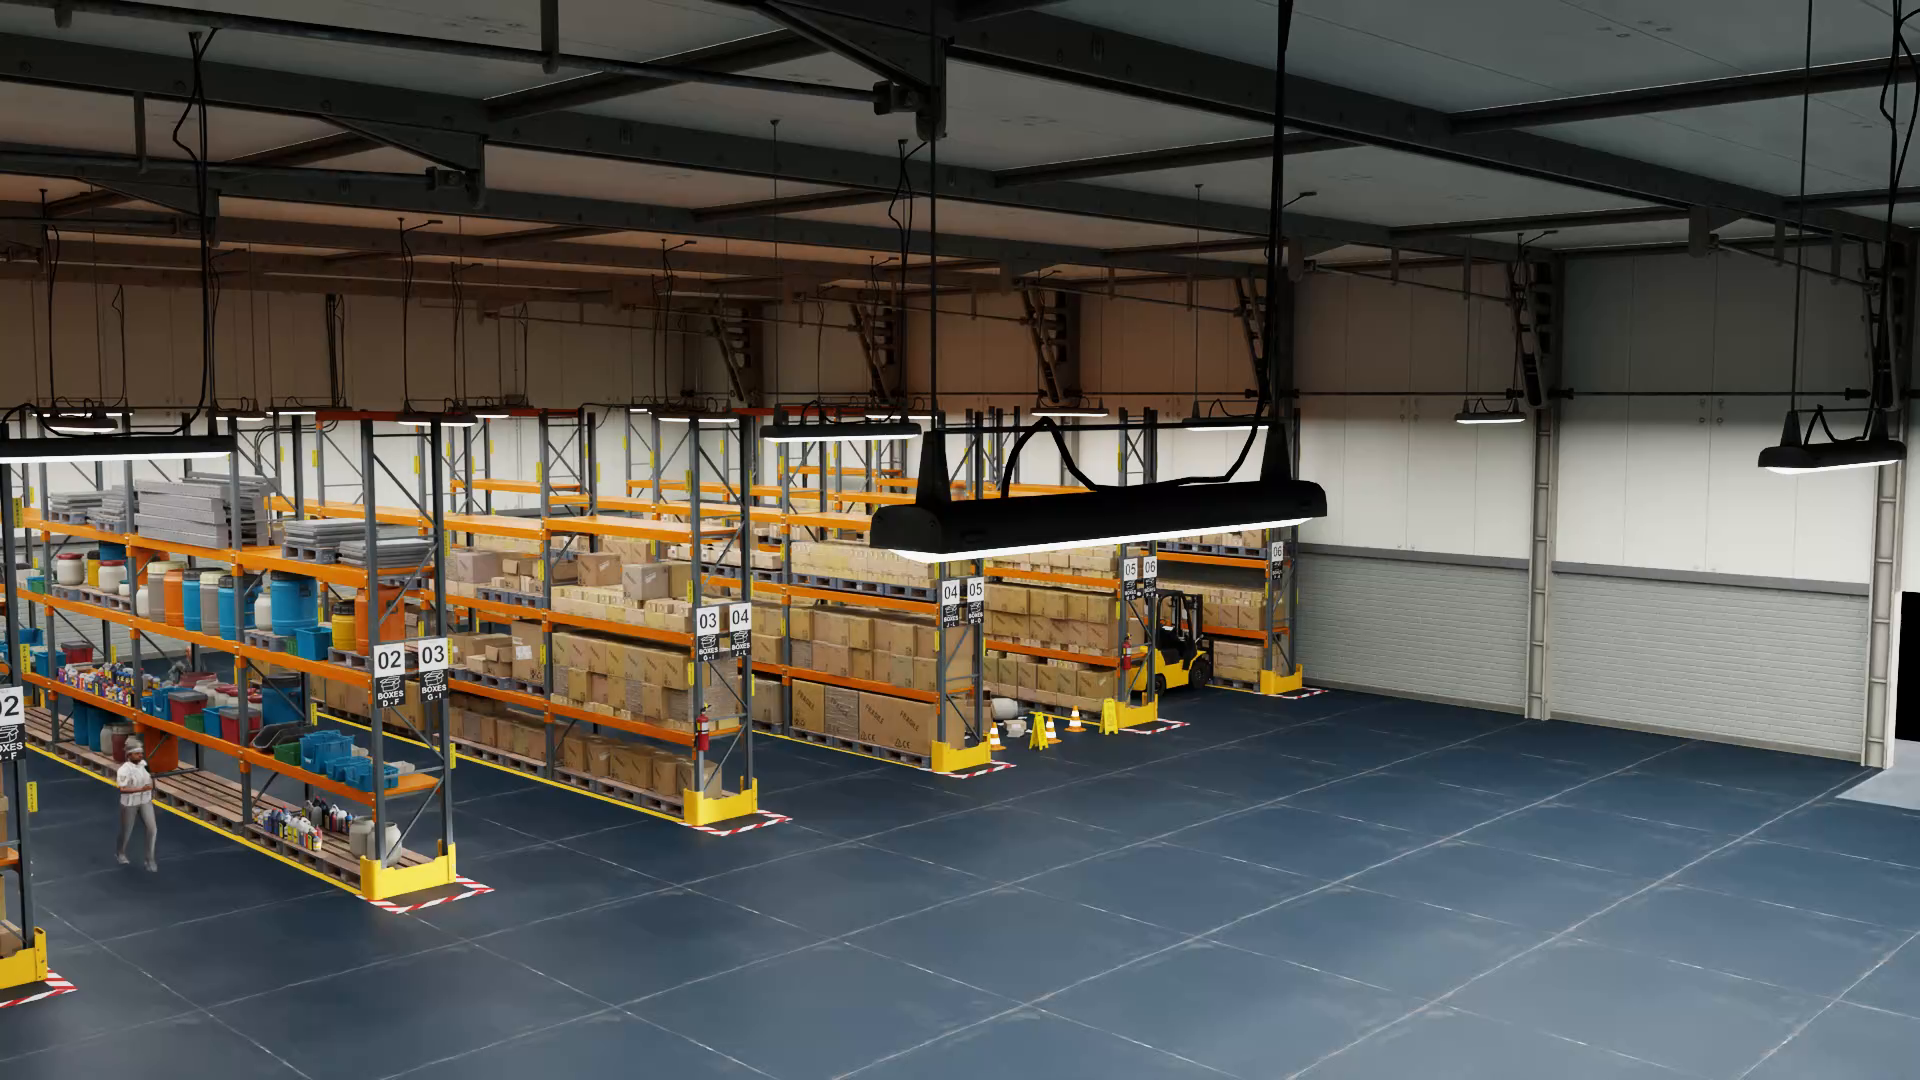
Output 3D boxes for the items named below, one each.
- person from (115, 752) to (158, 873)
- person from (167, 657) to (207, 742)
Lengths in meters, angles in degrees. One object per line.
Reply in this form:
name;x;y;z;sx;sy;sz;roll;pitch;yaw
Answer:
person;-10.951;3.551;22.073;0.848;1.715;0.518;4;6;36
person;-14.048;2.893;30.339;0.546;1.549;0.638;3;6;28
